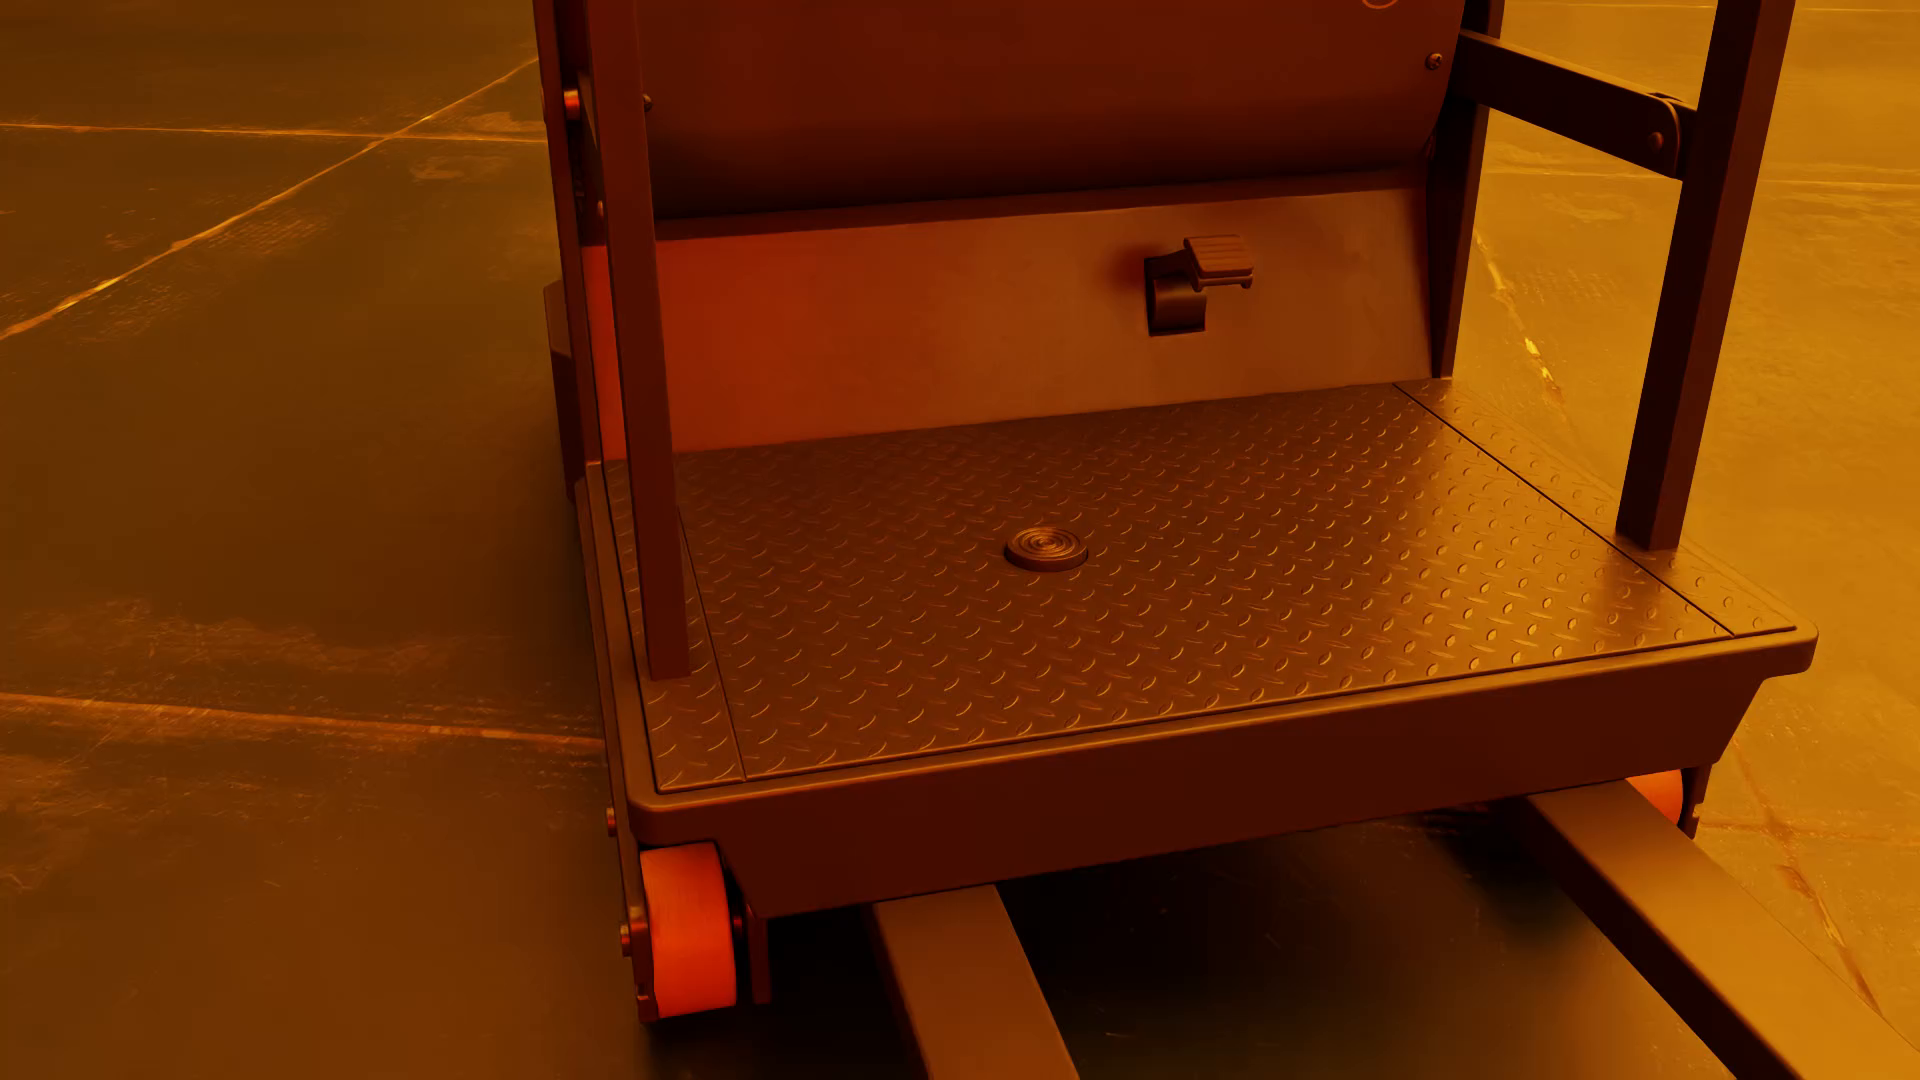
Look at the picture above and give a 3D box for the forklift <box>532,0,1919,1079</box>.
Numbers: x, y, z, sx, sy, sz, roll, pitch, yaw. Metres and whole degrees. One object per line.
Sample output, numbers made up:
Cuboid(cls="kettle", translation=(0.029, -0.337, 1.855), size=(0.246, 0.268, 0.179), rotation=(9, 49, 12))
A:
Cuboid(cls="forklift", translation=(0.153, -1.049, 1.319), size=(1.130, 2.935, 3.031), rotation=(-7, 27, -13))
